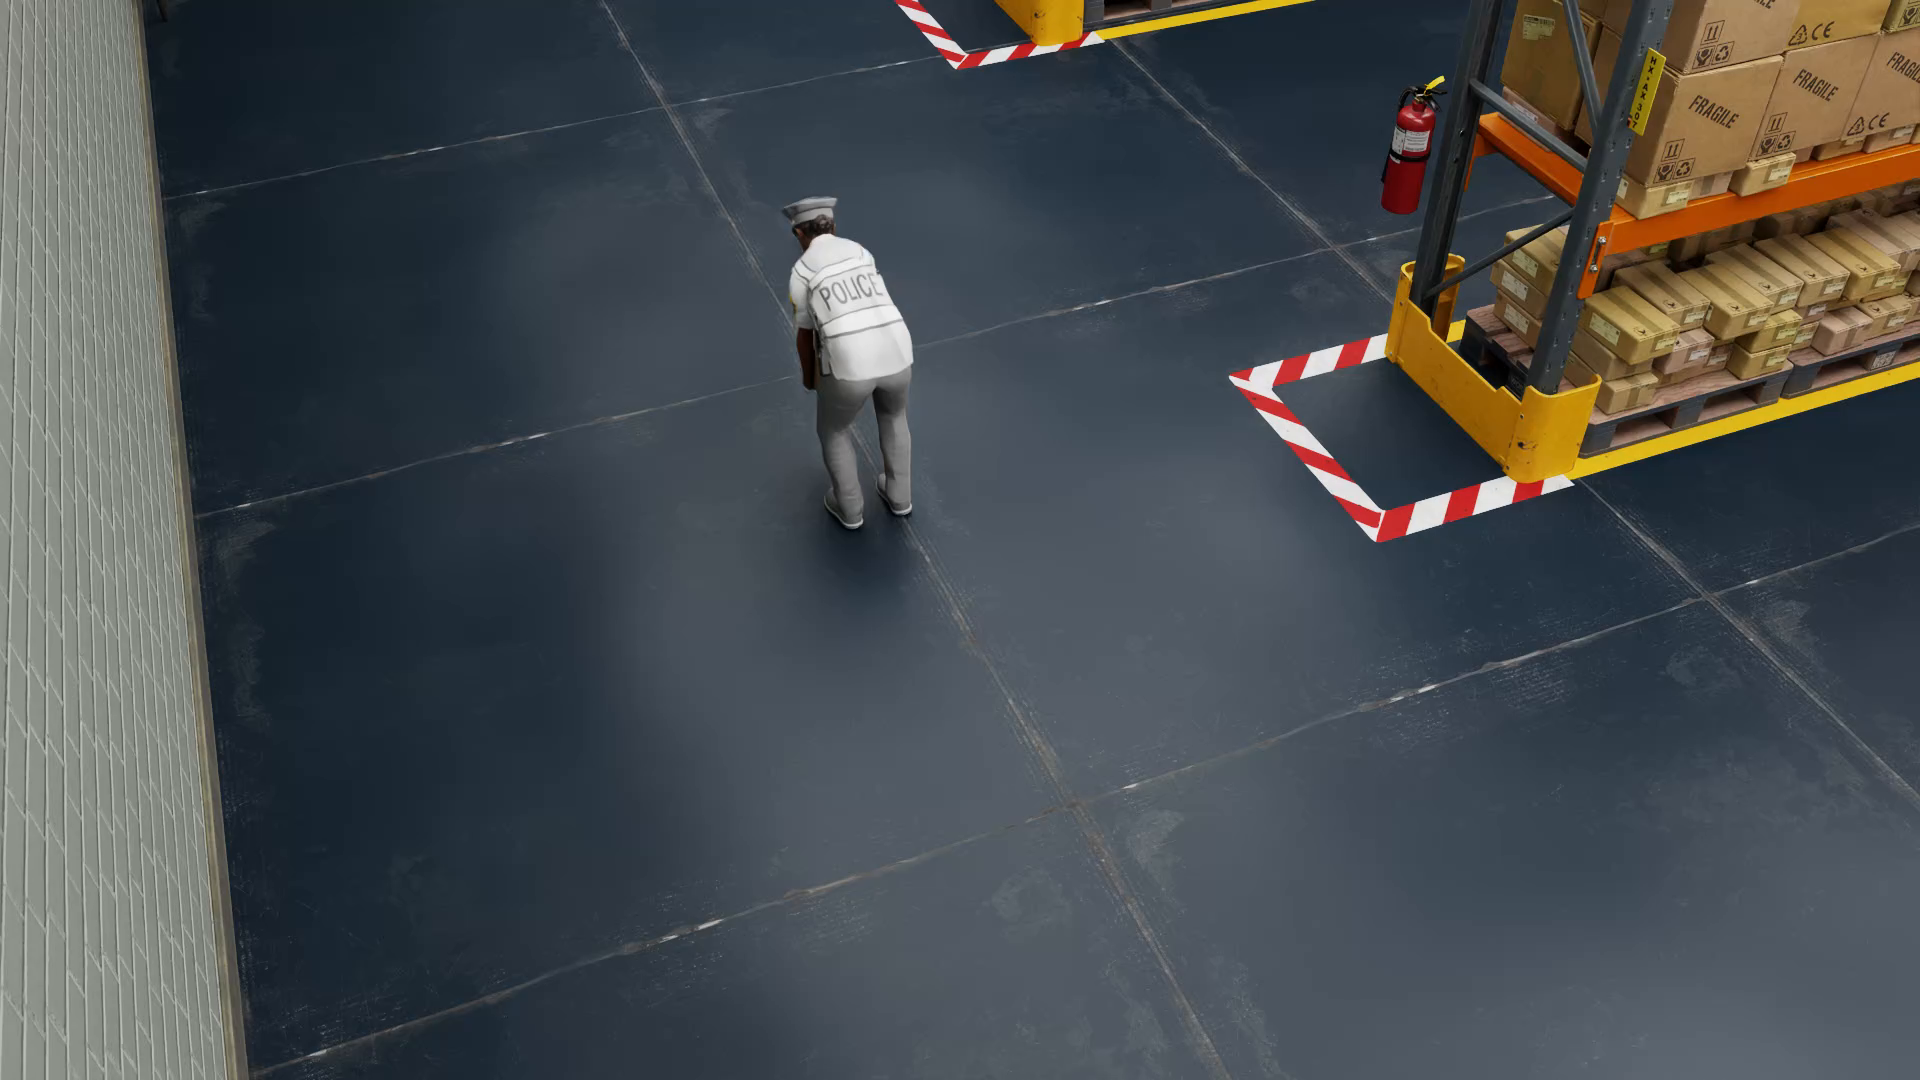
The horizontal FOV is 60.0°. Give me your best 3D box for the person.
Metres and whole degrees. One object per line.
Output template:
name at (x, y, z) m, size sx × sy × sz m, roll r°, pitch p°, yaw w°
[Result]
person at (-0.501, -0.781, 7.267) m, size 0.414 × 1.350 × 0.873 m, roll -16°, pitch 45°, yaw -17°
